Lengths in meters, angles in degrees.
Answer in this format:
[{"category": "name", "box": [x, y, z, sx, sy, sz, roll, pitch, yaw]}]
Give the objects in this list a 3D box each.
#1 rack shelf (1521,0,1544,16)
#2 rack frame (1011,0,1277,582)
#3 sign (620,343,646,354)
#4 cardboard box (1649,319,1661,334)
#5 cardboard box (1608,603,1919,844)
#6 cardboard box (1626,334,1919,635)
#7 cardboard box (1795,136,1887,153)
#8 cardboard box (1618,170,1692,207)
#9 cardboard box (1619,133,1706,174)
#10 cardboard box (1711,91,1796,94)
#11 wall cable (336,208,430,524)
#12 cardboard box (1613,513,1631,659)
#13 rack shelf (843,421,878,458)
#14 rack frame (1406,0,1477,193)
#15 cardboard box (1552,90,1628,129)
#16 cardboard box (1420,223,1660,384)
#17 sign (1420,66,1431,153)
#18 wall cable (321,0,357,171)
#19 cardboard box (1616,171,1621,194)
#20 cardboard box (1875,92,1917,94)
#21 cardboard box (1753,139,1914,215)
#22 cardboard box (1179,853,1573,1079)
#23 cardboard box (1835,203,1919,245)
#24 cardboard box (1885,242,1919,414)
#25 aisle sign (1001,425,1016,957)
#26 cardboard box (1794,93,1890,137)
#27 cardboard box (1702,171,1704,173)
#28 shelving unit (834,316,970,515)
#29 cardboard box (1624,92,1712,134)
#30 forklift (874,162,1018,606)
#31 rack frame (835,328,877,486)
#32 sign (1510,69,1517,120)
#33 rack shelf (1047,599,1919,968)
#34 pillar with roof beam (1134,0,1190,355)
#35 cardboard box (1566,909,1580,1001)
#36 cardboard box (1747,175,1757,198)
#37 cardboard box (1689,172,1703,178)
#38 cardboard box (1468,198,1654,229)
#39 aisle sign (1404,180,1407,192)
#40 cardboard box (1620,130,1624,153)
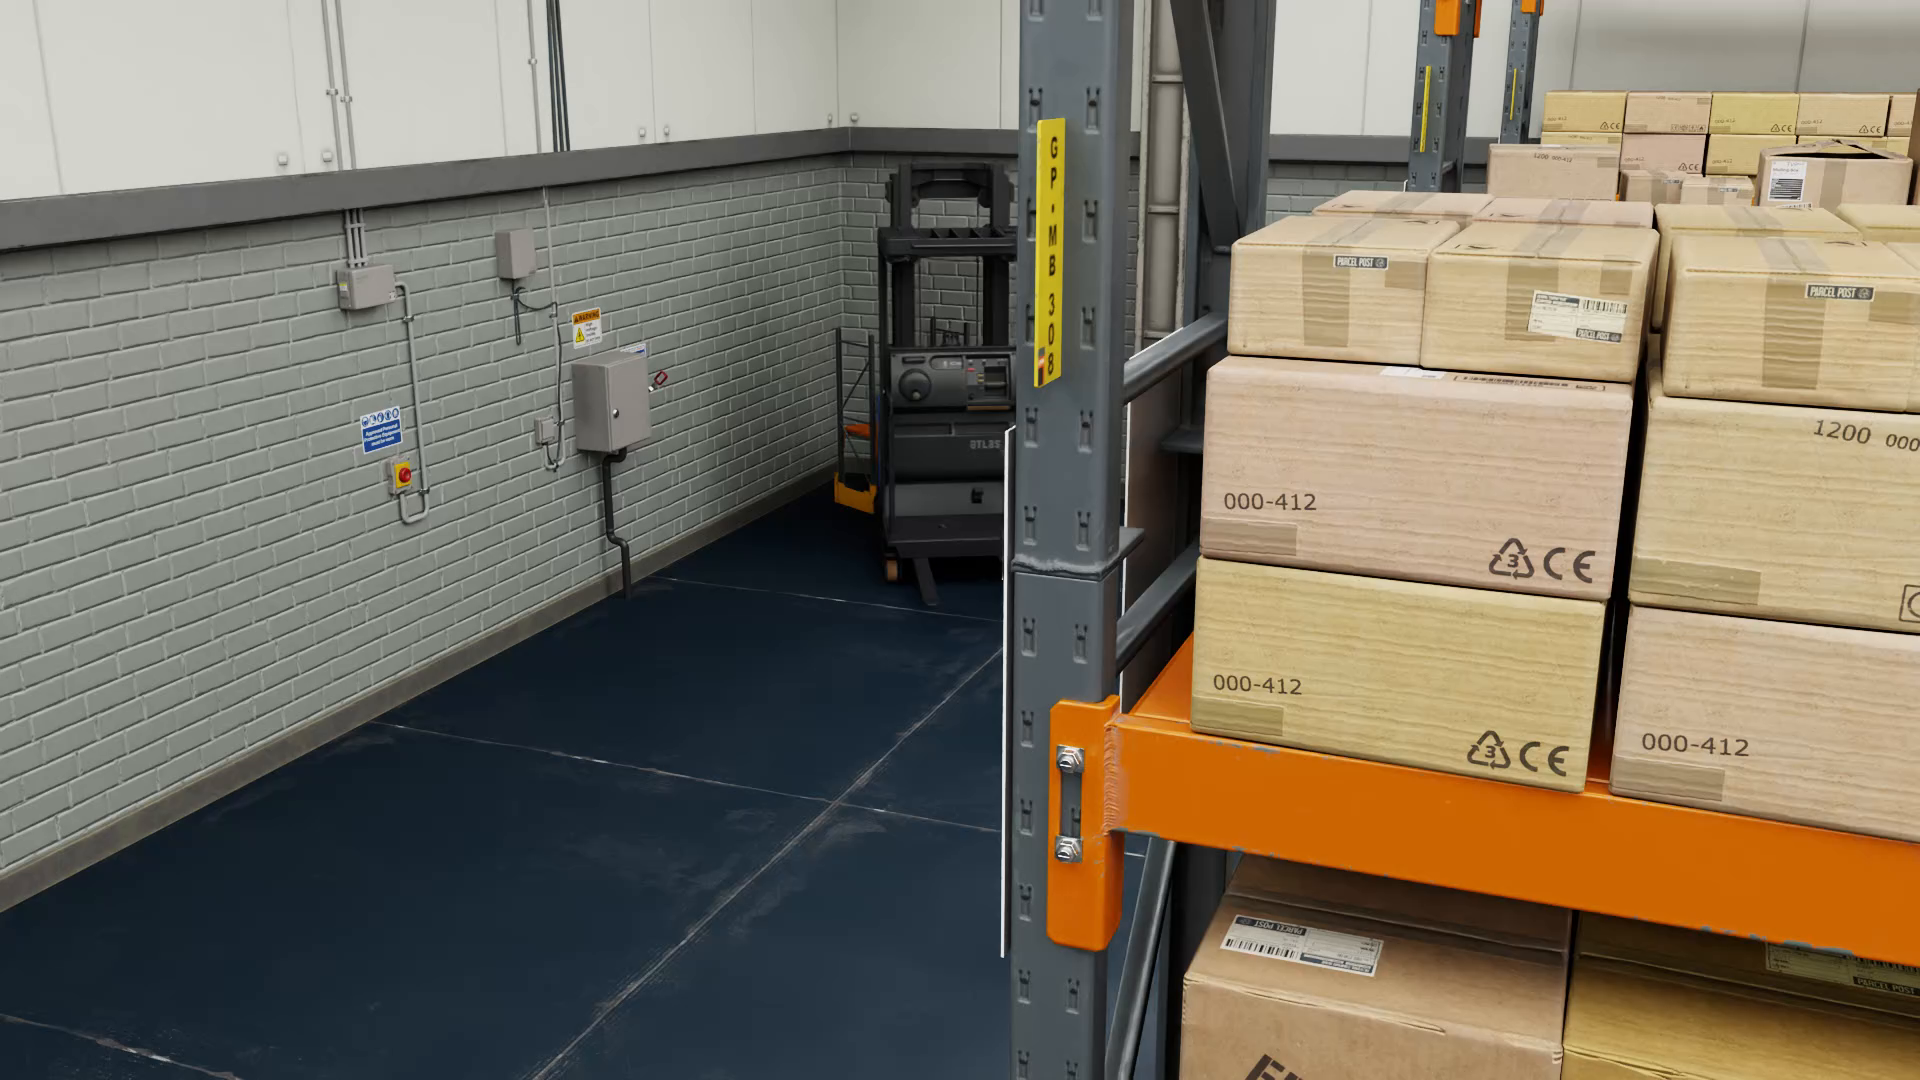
[{"category": "rack shelf", "box": [5.713, -3.551, 10.560, 4.000, 0.370, 1.077, 6, 17, 21]}, {"category": "rack frame", "box": [0.312, -1.521, 2.271, 0.127, 3.000, 1.000, 6, 17, 21]}, {"category": "sign", "box": [-2.324, -1.138, 11.884, 0.001, 0.494, 0.329, 6, 17, 21]}, {"category": "cardboard box", "box": [1.310, -0.215, 2.526, 0.500, 0.250, 0.500, 6, 17, 19]}, {"category": "cardboard box", "box": [1.124, 0.159, 2.134, 0.500, 0.250, 0.500, 7, 18, 22]}, {"category": "cardboard box", "box": [1.111, -0.083, 2.070, 0.500, 0.250, 0.500, 6, 17, 20]}, {"category": "cardboard box", "box": [5.606, -2.467, 10.648, 0.500, 0.250, 0.500, 6, 17, 20]}, {"category": "cardboard box", "box": [2.906, -1.458, 6.955, 0.250, 0.149, 0.380, 5, 17, 16]}, {"category": "cardboard box", "box": [4.645, -2.570, 11.001, 0.500, 0.250, 0.500, 7, 17, 22]}, {"category": "cardboard box", "box": [5.335, -2.896, 11.229, 0.500, 0.250, 0.500, 6, 17, 21]}, {"category": "wall cable", "box": [-3.219, -1.007, 9.385, 0.123, 1.953, 0.585, 6, 17, 21]}, {"category": "cardboard box", "box": [1.310, 0.020, 2.613, 0.500, 0.250, 0.500, 6, 17, 21]}, {"category": "rack shelf", "box": [-0.479, -0.916, 14.284, 1.000, 0.185, 0.538, -13, 21, -38]}, {"category": "rack frame", "box": [2.035, -2.815, 6.729, 0.127, 3.000, 1.000, 6, 17, 21]}, {"category": "cardboard box", "box": [4.368, -3.000, 11.585, 0.500, 0.250, 0.500, 6, 17, 19]}, {"category": "cardboard box", "box": [0.761, -0.317, 2.161, 0.250, 0.149, 0.380, 7, 18, 23]}, {"category": "sign", "box": [1.825, -1.689, 6.520, 0.005, 0.325, 0.100, 6, 17, 21]}, {"category": "wall cable", "box": [-3.360, -3.324, 8.481, 0.029, 3.000, 0.463, 6, 17, 21]}, {"category": "cardboard box", "box": [4.317, -2.428, 11.229, 0.250, 0.149, 0.380, 7, 17, 22]}, {"category": "cardboard box", "box": [6.257, -2.789, 10.859, 0.500, 0.250, 0.500, 6, 17, 20]}, {"category": "cardboard box", "box": [3.409, -1.415, 6.515, 0.500, 0.311, 0.500, 7, 17, 22]}, {"category": "cardboard box", "box": [0.633, 0.804, 2.517, 0.500, 0.500, 0.500, 6, 17, 20]}, {"category": "cardboard box", "box": [1.447, -0.406, 2.470, 0.250, 0.149, 0.380, 7, 17, 22]}, {"category": "cardboard box", "box": [1.212, -0.245, 1.914, 0.250, 0.149, 0.380, 7, 17, 21]}, {"category": "aisle sign", "box": [0.134, 0.182, 2.503, 0.004, 0.787, 0.394, 6, 17, 21]}, {"category": "cardboard box", "box": [5.589, -2.708, 10.580, 0.500, 0.250, 0.500, 7, 18, 22]}, {"category": "cardboard box", "box": [4.958, -2.486, 11.426, 0.250, 0.149, 0.380, 6, 17, 19]}, {"category": "shelving unit", "box": [-0.486, -1.087, 14.229, 1.083, 1.500, 0.587, -13, 21, -38]}, {"category": "cardboard box", "box": [4.639, -2.805, 10.916, 0.500, 0.250, 0.500, 6, 17, 20]}, {"category": "forklift", "box": [-0.025, -1.196, 12.038, 1.130, 2.935, 3.031, -2, 16, -5]}, {"category": "rack frame", "box": [-0.869, -0.998, 13.921, 0.032, 1.500, 0.500, -13, 21, -38]}, {"category": "sign", "box": [3.653, -2.941, 10.976, 0.005, 0.325, 0.100, 6, 17, 21]}, {"category": "rack shelf", "box": [2.173, 0.470, 2.085, 4.000, 0.370, 1.077, 6, 17, 21]}, {"category": "pillar with roof beam", "box": [0.095, -3.496, 9.074, 0.400, 9.000, 9.100, 6, 17, 21]}, {"category": "cardboard box", "box": [0.829, 0.672, 2.973, 0.500, 0.500, 0.500, 6, 17, 19]}, {"category": "cardboard box", "box": [5.243, -2.311, 10.825, 0.250, 0.149, 0.380, 6, 17, 20]}, {"category": "cardboard box", "box": [4.743, -2.346, 10.943, 0.250, 0.149, 0.380, 7, 17, 22]}, {"category": "cardboard box", "box": [0.931, -0.437, 2.575, 0.250, 0.149, 0.380, 7, 17, 21]}, {"category": "aisle sign", "box": [1.861, -1.114, 6.969, 0.004, 0.787, 0.394, 6, 17, 21]}, {"category": "cardboard box", "box": [4.366, -2.758, 11.648, 0.500, 0.250, 0.500, 6, 17, 20]}]
